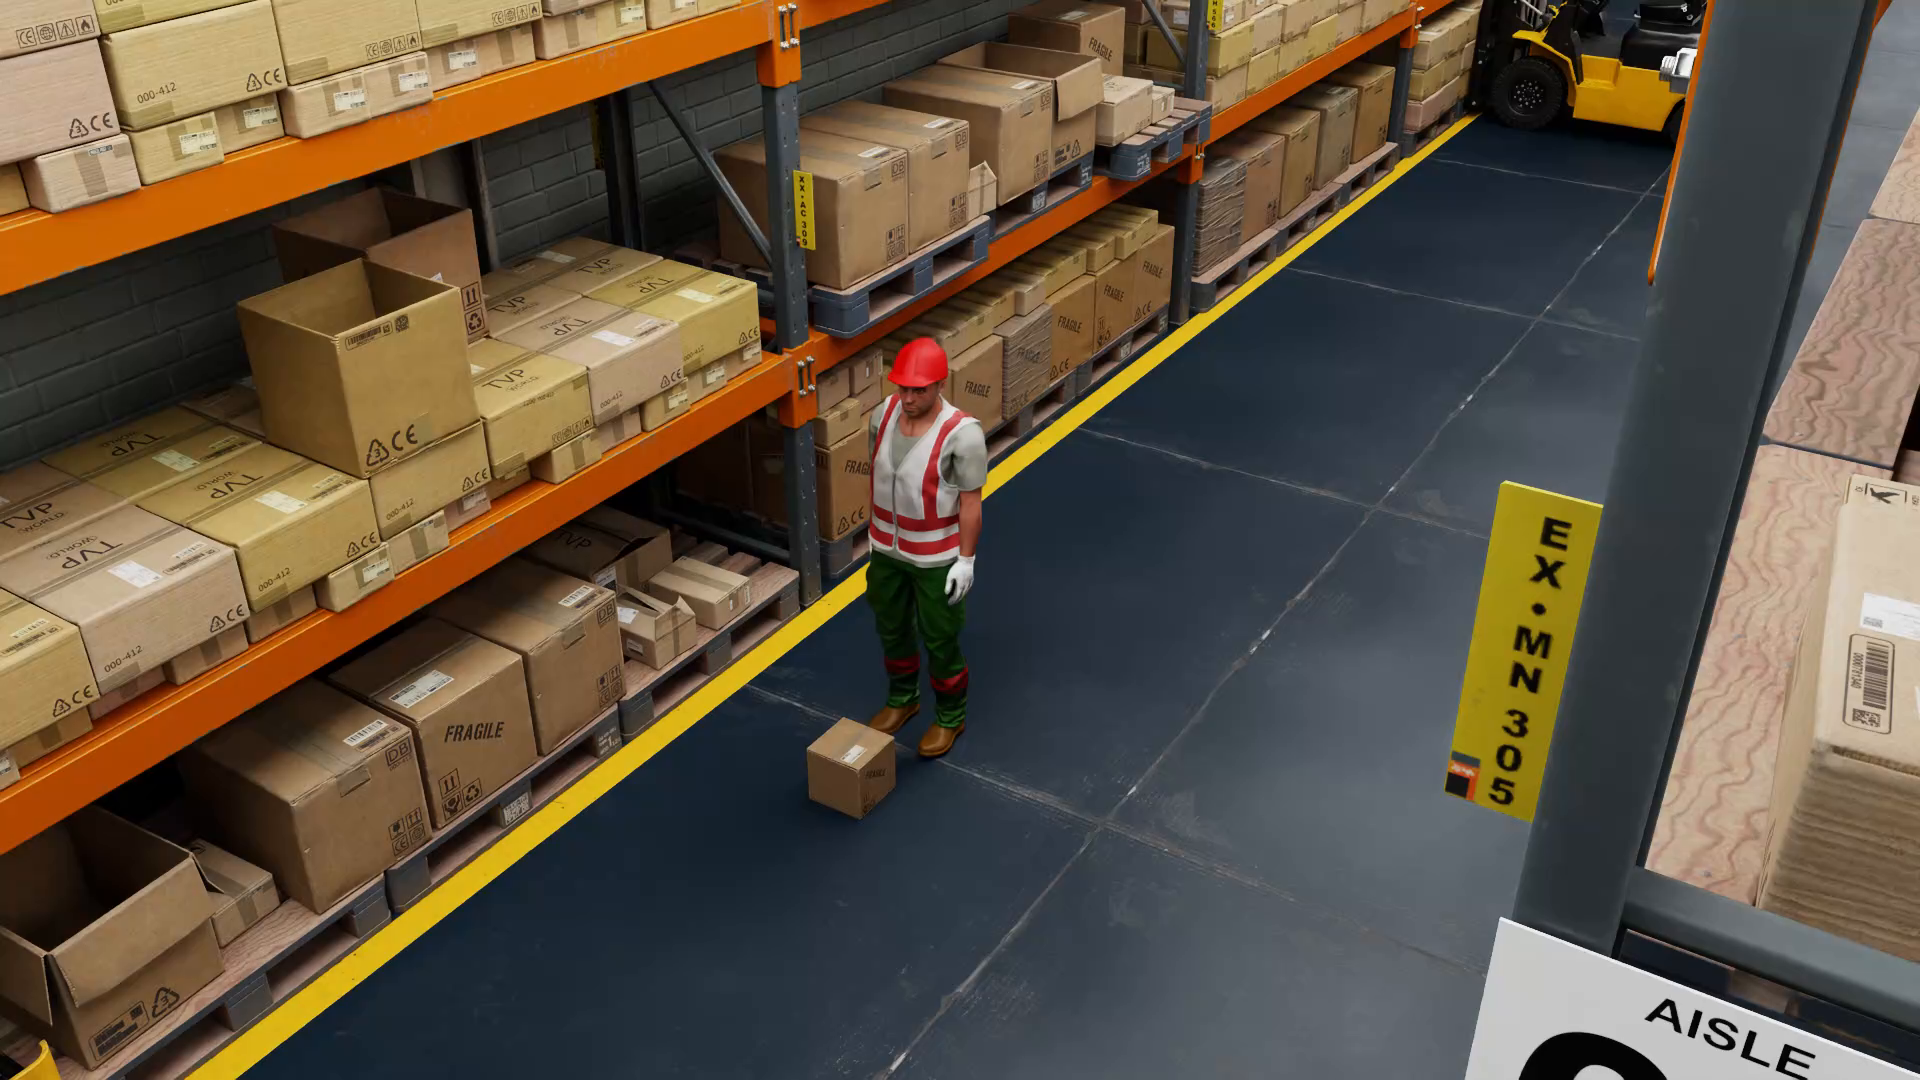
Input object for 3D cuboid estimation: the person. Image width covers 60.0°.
[{"bbox_3d":[-0.153,0.038,6.550,0.526,1.784,0.339,18,35,28],"label":"person"}]
